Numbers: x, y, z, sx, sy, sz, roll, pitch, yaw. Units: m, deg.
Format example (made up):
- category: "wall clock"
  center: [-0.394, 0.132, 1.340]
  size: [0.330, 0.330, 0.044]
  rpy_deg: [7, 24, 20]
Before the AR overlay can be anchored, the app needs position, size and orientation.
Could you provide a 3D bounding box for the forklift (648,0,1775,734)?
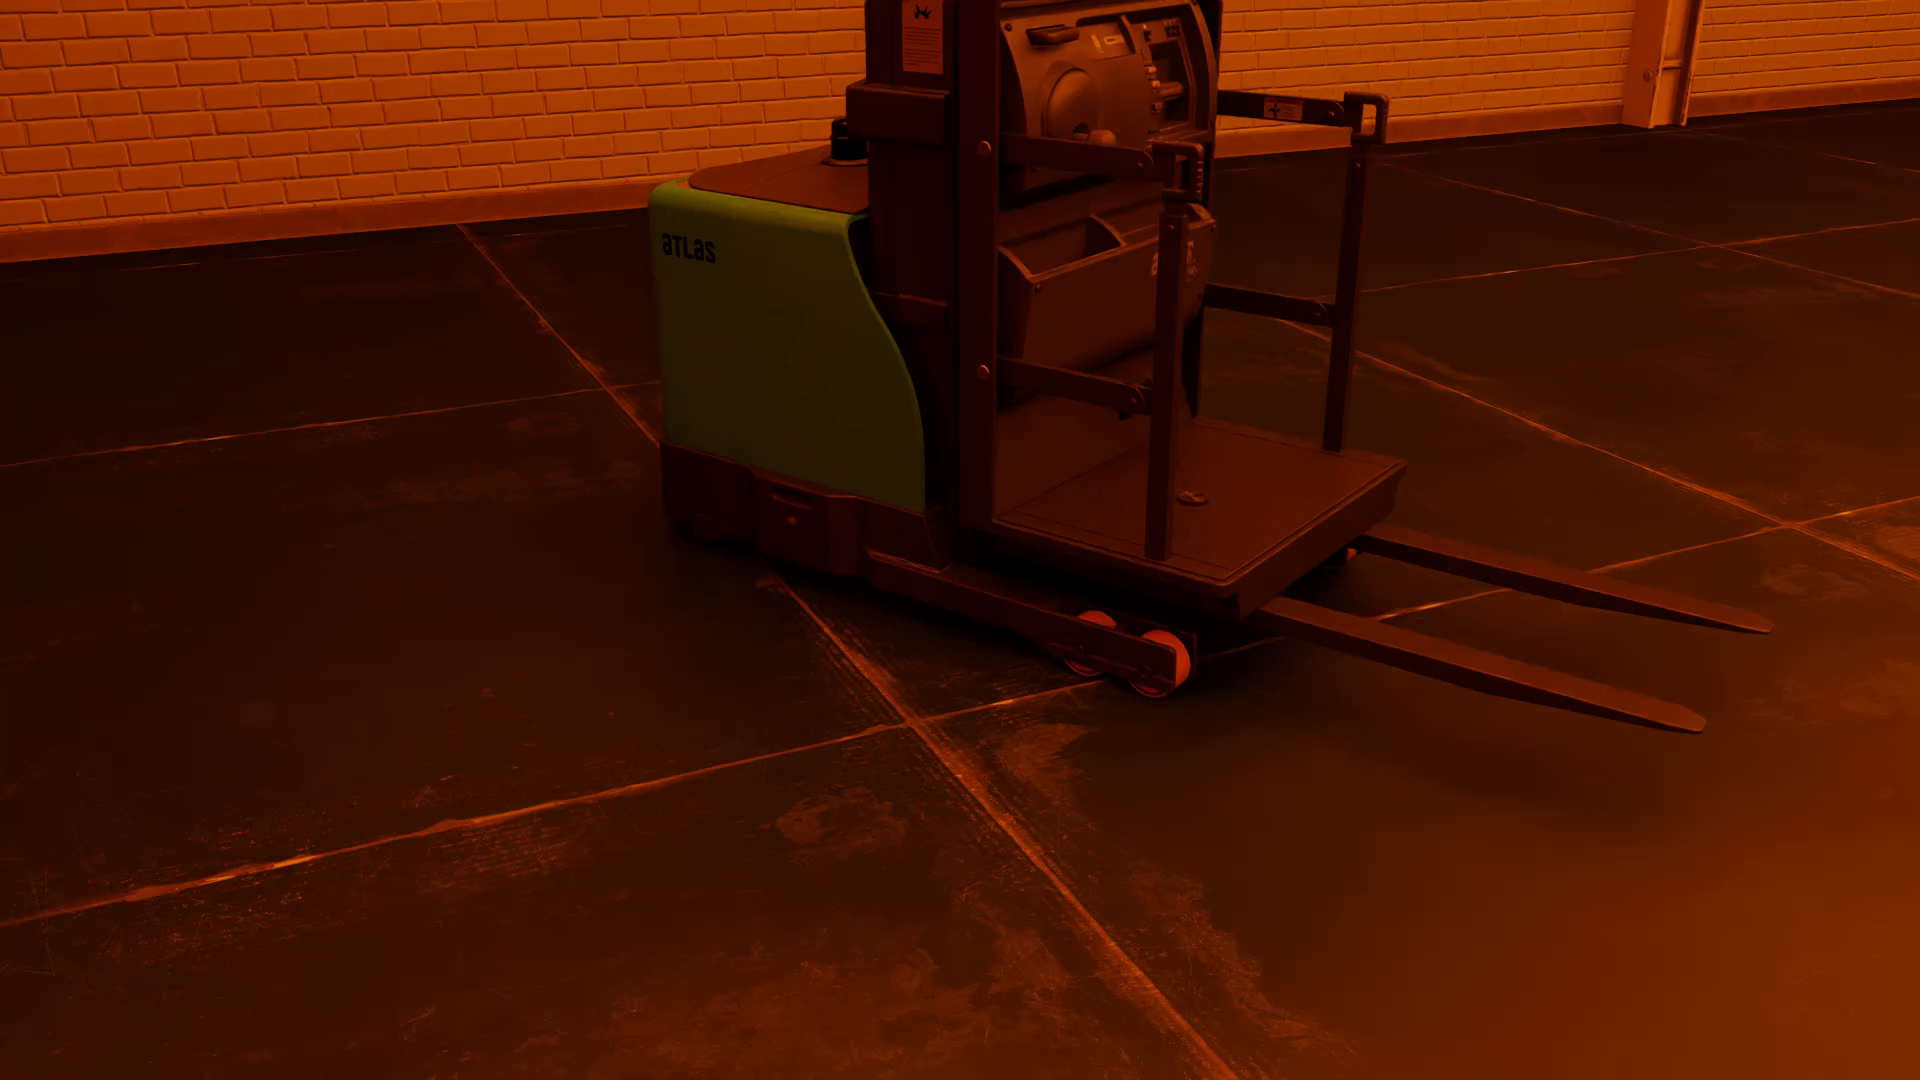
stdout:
- category: "forklift"
  center: [0.568, -1.190, 4.150]
  size: [3.031, 2.935, 1.130]
  rpy_deg: [16, 27, 34]
